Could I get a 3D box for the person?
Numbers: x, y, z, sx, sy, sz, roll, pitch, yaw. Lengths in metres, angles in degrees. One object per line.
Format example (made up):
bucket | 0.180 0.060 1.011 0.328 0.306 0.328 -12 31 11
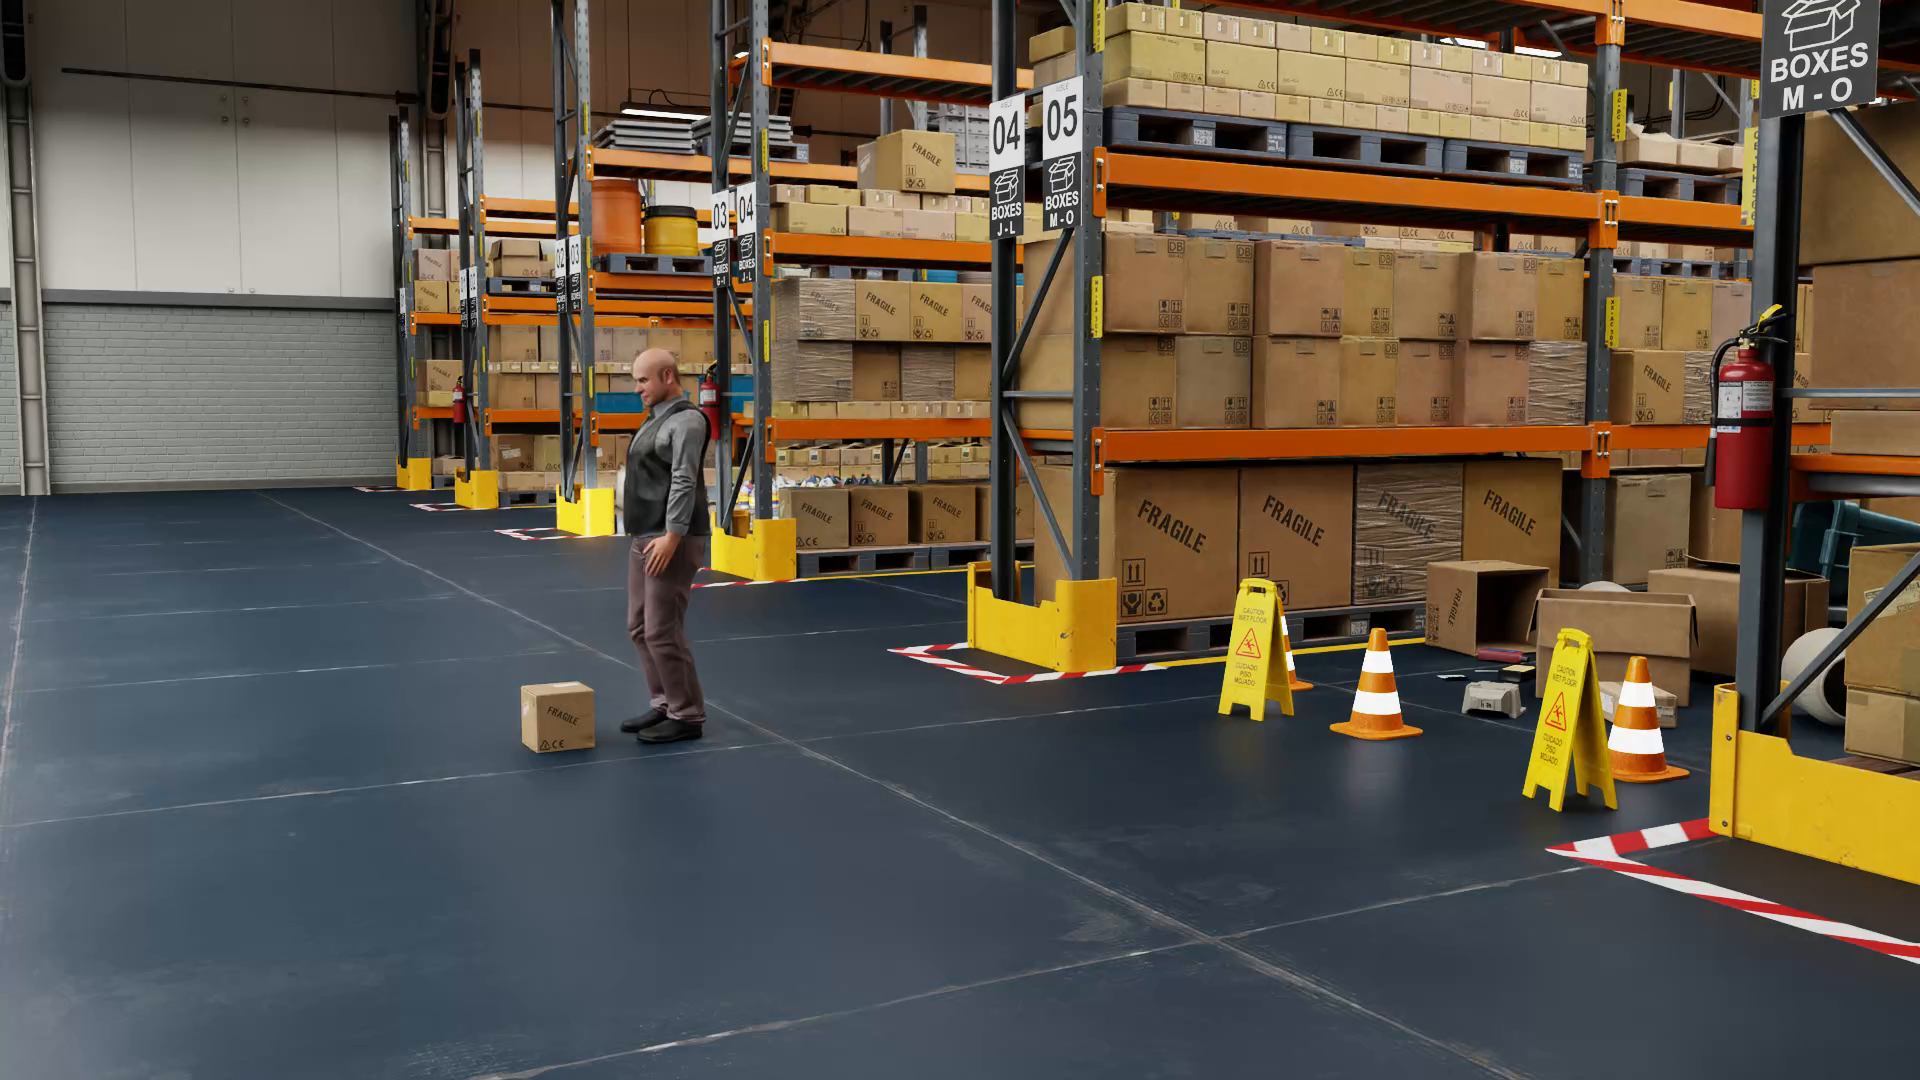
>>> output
person | -1.287 0.019 7.292 0.358 1.710 0.538 -3 6 -28
